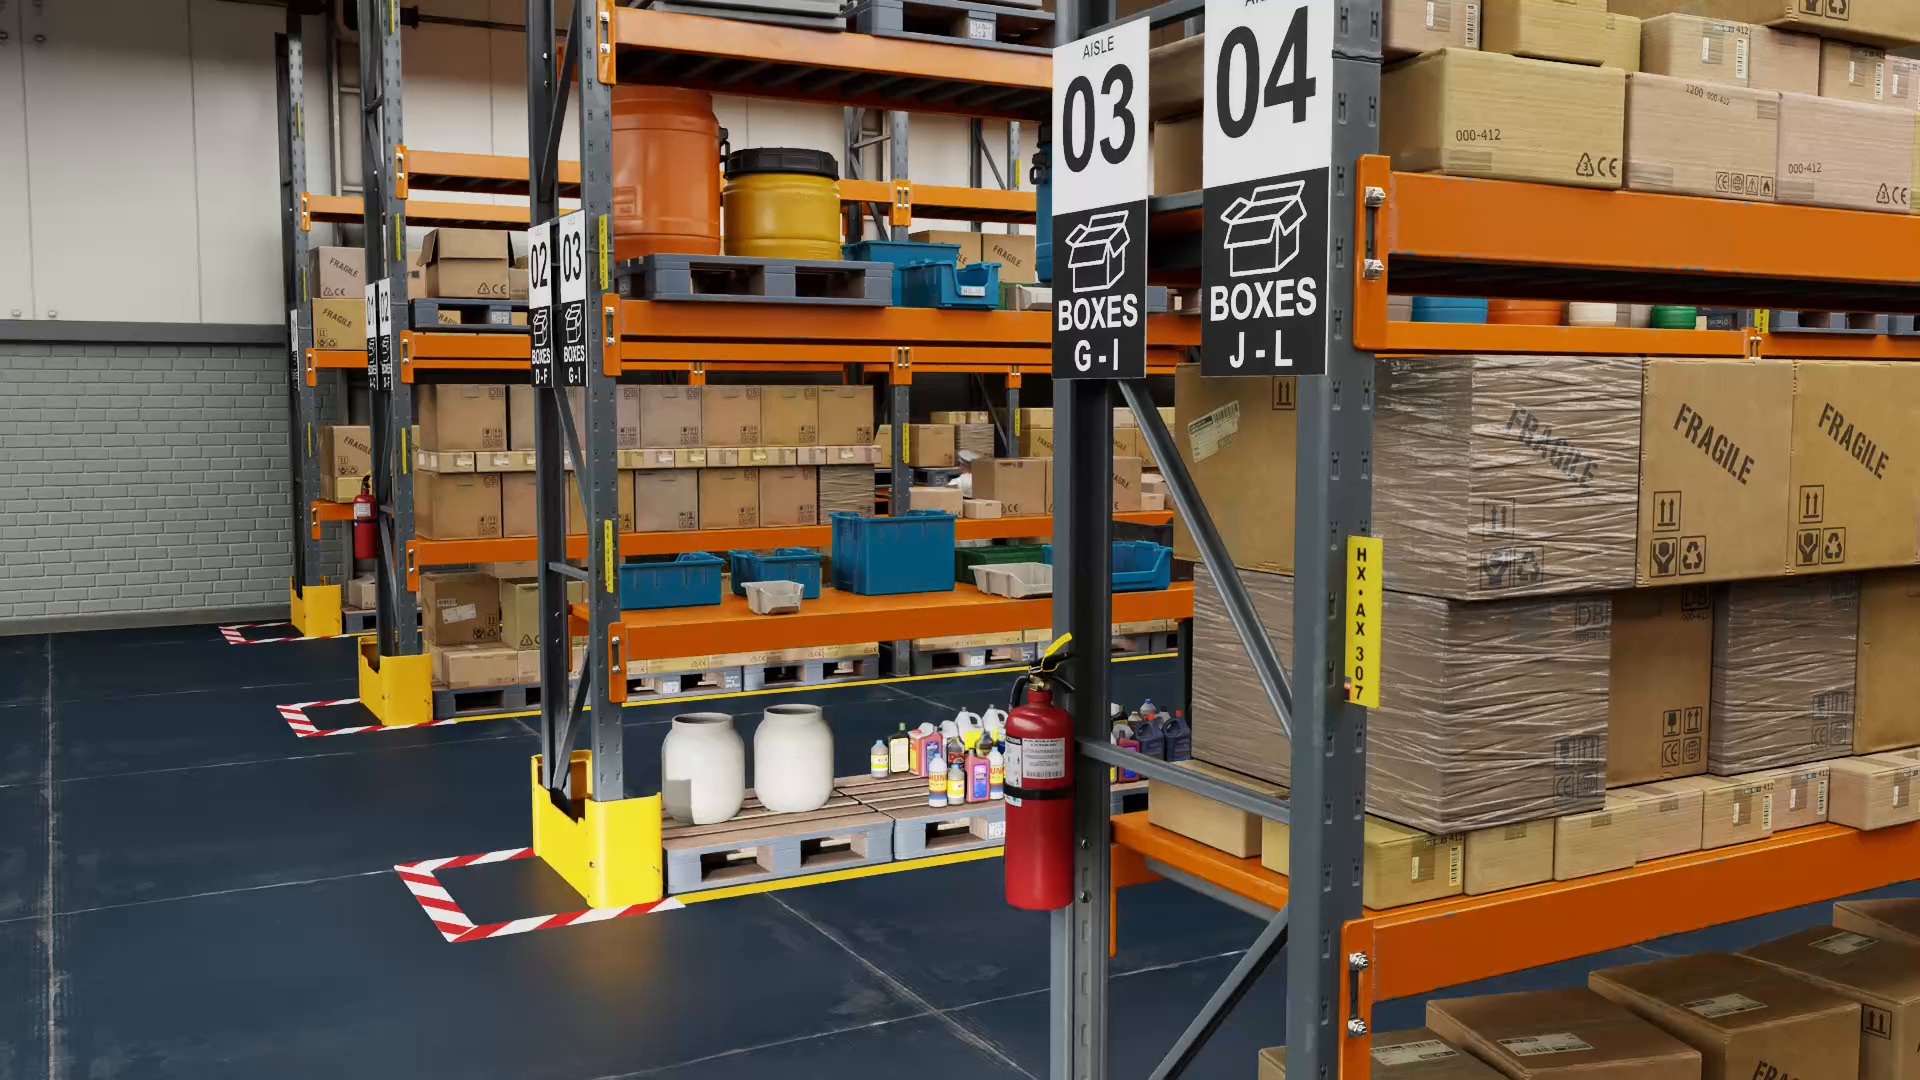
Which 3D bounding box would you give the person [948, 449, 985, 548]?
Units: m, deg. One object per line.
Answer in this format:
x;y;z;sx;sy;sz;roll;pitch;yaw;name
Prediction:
0.026;-0.115;18.350;0.501;1.778;0.557;-3;6;-29;person
